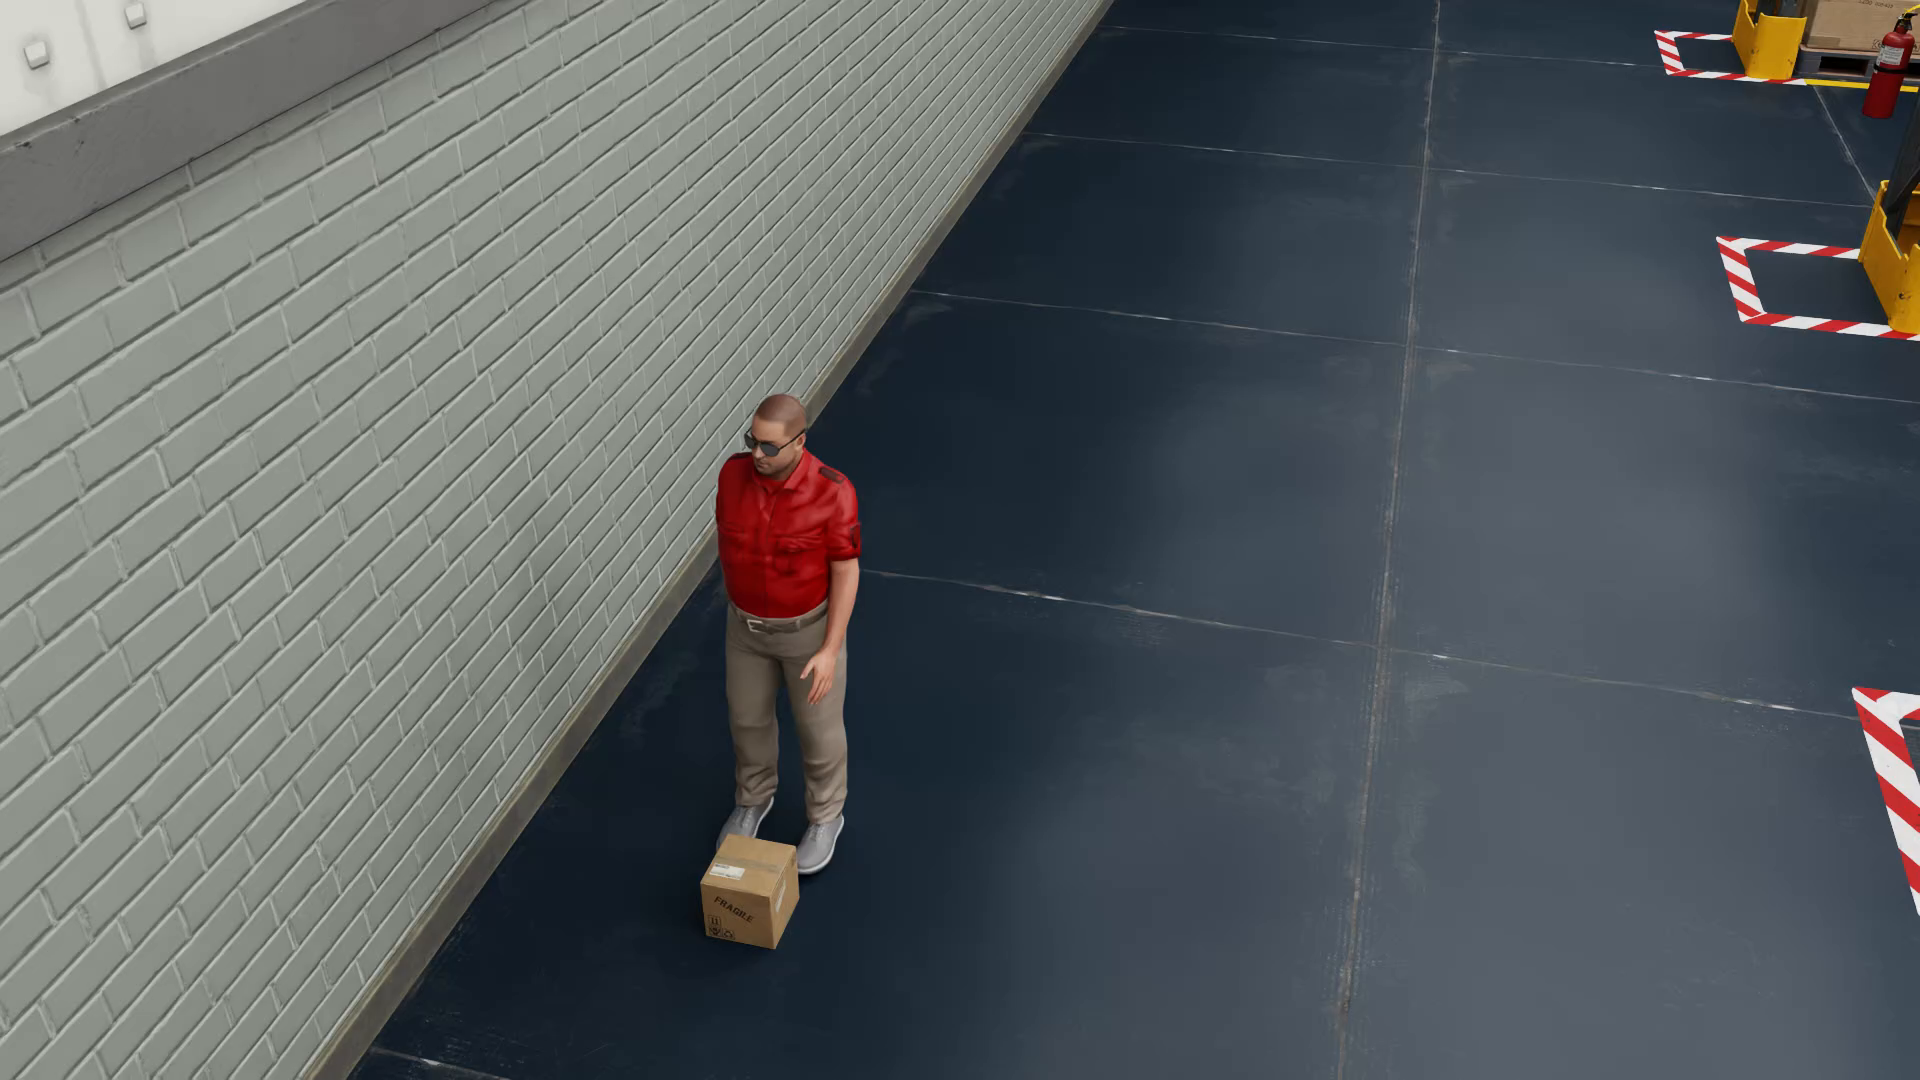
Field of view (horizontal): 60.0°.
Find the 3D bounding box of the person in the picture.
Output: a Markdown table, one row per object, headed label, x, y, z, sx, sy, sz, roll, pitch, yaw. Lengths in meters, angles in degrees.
| label | x | y | z | sx | sy | sz | roll | pitch | yaw |
| --- | --- | --- | --- | --- | --- | --- | --- | --- | --- |
| person | -0.607 | 0.337 | 5.616 | 0.552 | 1.753 | 0.459 | 11 | 34 | 17 |
